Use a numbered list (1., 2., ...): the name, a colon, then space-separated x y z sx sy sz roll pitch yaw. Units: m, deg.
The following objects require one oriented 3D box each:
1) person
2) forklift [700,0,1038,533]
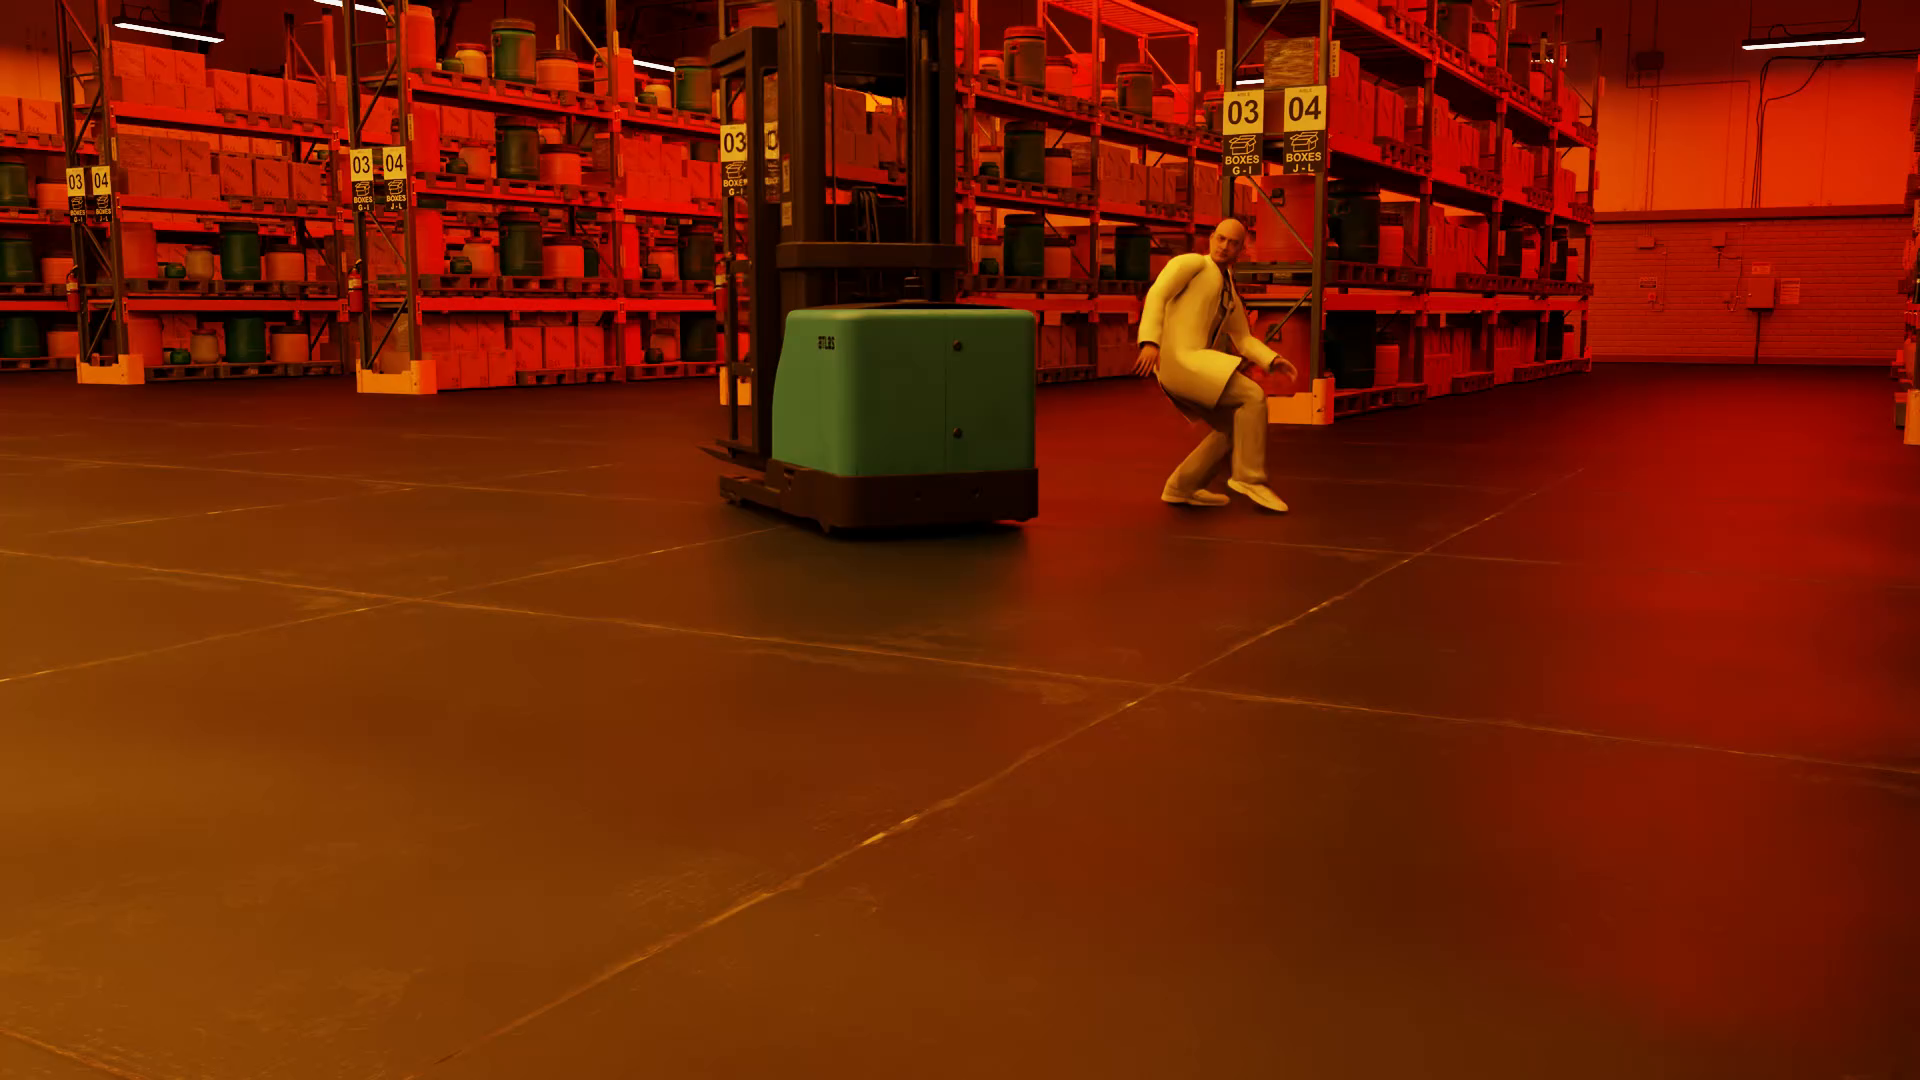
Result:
1. person: 1.410 -0.928 8.933 0.783 1.570 0.808 3 8 20
2. forklift: -0.693 -1.648 9.033 1.130 2.935 3.031 -4 9 -24
